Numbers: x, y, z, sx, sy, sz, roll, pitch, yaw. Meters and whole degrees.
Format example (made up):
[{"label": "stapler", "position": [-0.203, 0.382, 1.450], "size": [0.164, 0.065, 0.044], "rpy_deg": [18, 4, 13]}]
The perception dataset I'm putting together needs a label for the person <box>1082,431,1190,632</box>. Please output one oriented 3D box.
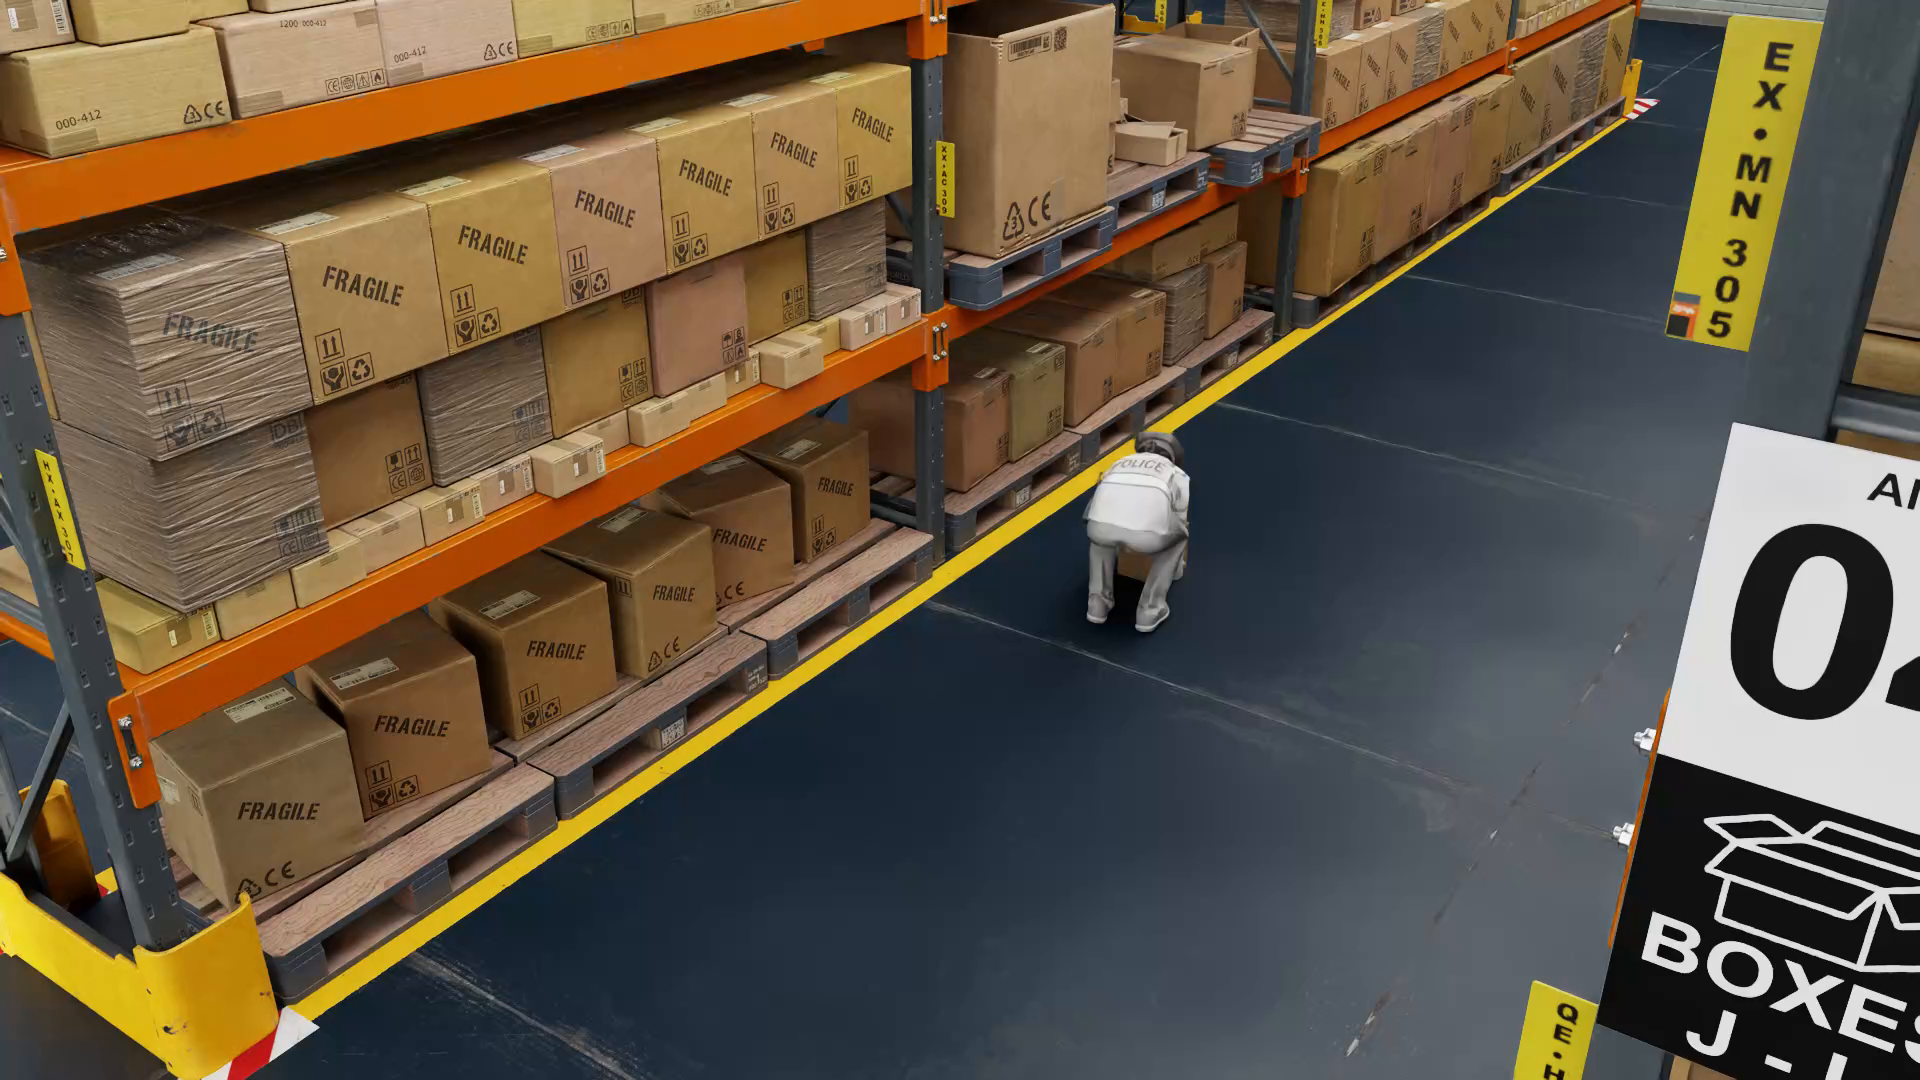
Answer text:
[{"label": "person", "position": [0.829, -0.043, 7.717], "size": [0.462, 0.770, 0.912], "rpy_deg": [9, 28, 17]}]
